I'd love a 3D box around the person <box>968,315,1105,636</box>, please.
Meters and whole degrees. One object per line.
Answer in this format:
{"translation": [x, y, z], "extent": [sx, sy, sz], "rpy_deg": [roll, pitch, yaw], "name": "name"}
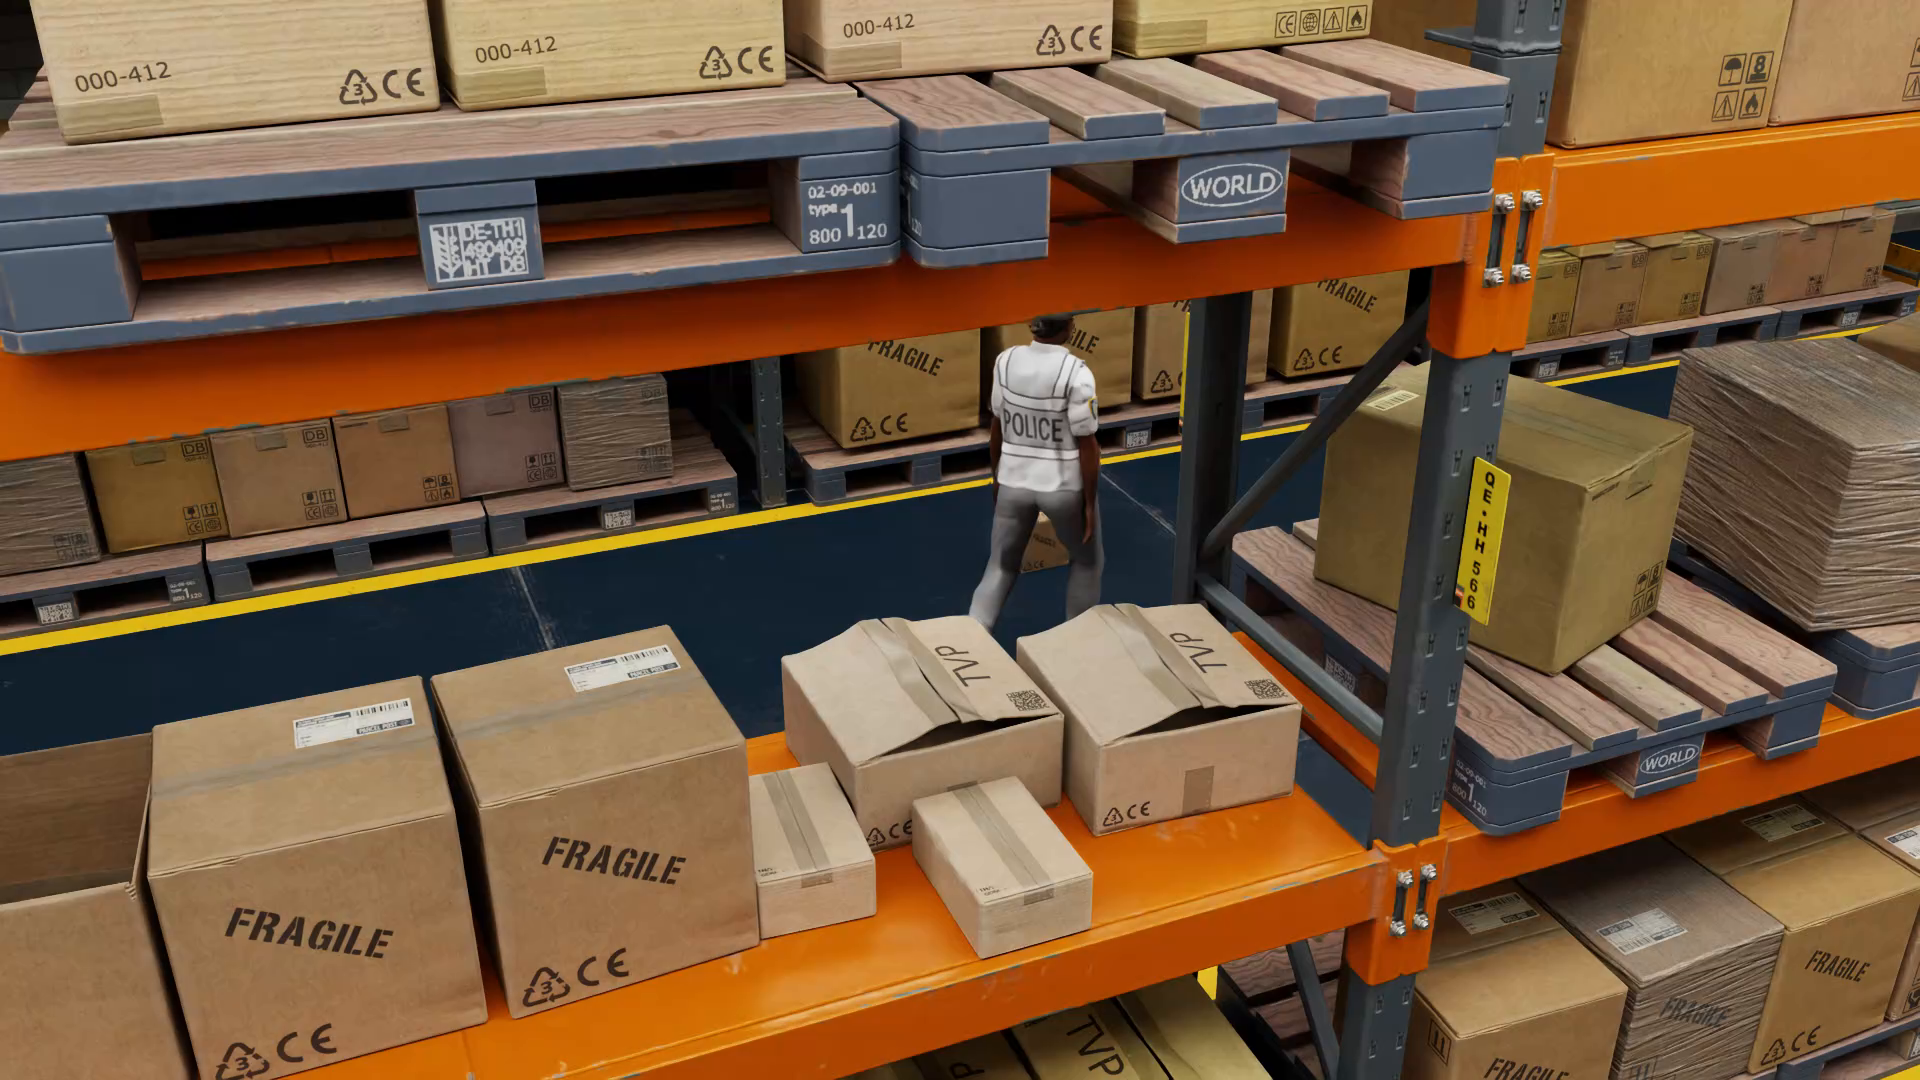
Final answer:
{"translation": [0.260, -0.173, 6.484], "extent": [0.542, 1.623, 0.738], "rpy_deg": [13, 29, 24], "name": "person"}
